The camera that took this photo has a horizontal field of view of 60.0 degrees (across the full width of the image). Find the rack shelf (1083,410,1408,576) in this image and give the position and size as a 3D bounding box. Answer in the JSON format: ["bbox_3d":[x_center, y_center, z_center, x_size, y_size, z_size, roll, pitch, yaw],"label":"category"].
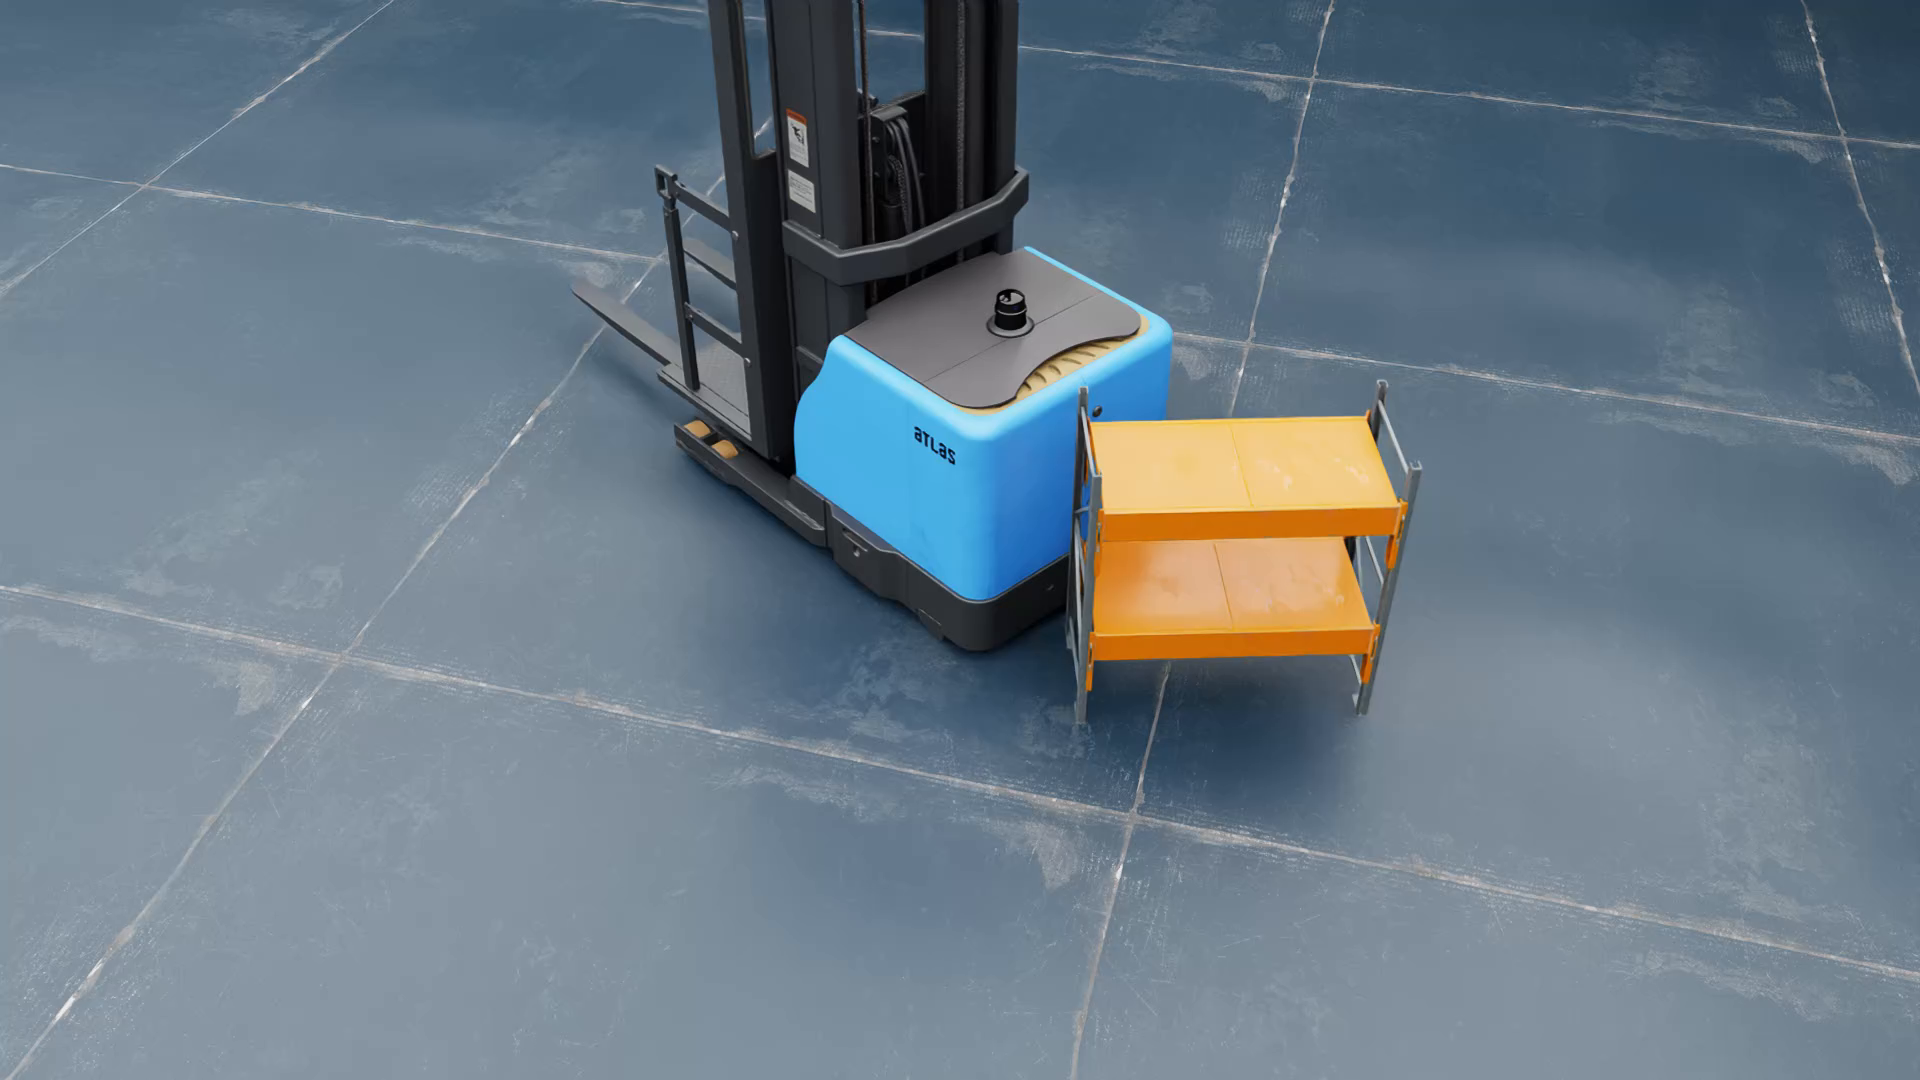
[{"bbox_3d":[0.932,-0.165,5.617,1.000,0.278,0.538,-1,40,-2],"label":"rack shelf"}]

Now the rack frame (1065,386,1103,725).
[{"bbox_3d":[0.424,0.072,5.790,0.032,1.125,0.500,-1,40,-2],"label":"rack frame"}]

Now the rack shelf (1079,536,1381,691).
[{"bbox_3d":[0.932,0.246,5.962,1.000,0.278,0.538,-1,40,-2],"label":"rack shelf"}]

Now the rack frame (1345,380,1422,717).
[{"bbox_3d":[1.440,0.047,5.820,0.032,1.125,0.500,-1,40,-2],"label":"rack frame"}]

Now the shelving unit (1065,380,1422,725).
[{"bbox_3d":[0.932,0.059,5.805,1.048,1.125,0.538,-1,40,-2],"label":"shelving unit"}]

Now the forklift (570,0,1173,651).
[{"bbox_3d":[-0.572,-1.574,6.346,1.130,2.935,3.031,-30,49,-31],"label":"forklift"}]
